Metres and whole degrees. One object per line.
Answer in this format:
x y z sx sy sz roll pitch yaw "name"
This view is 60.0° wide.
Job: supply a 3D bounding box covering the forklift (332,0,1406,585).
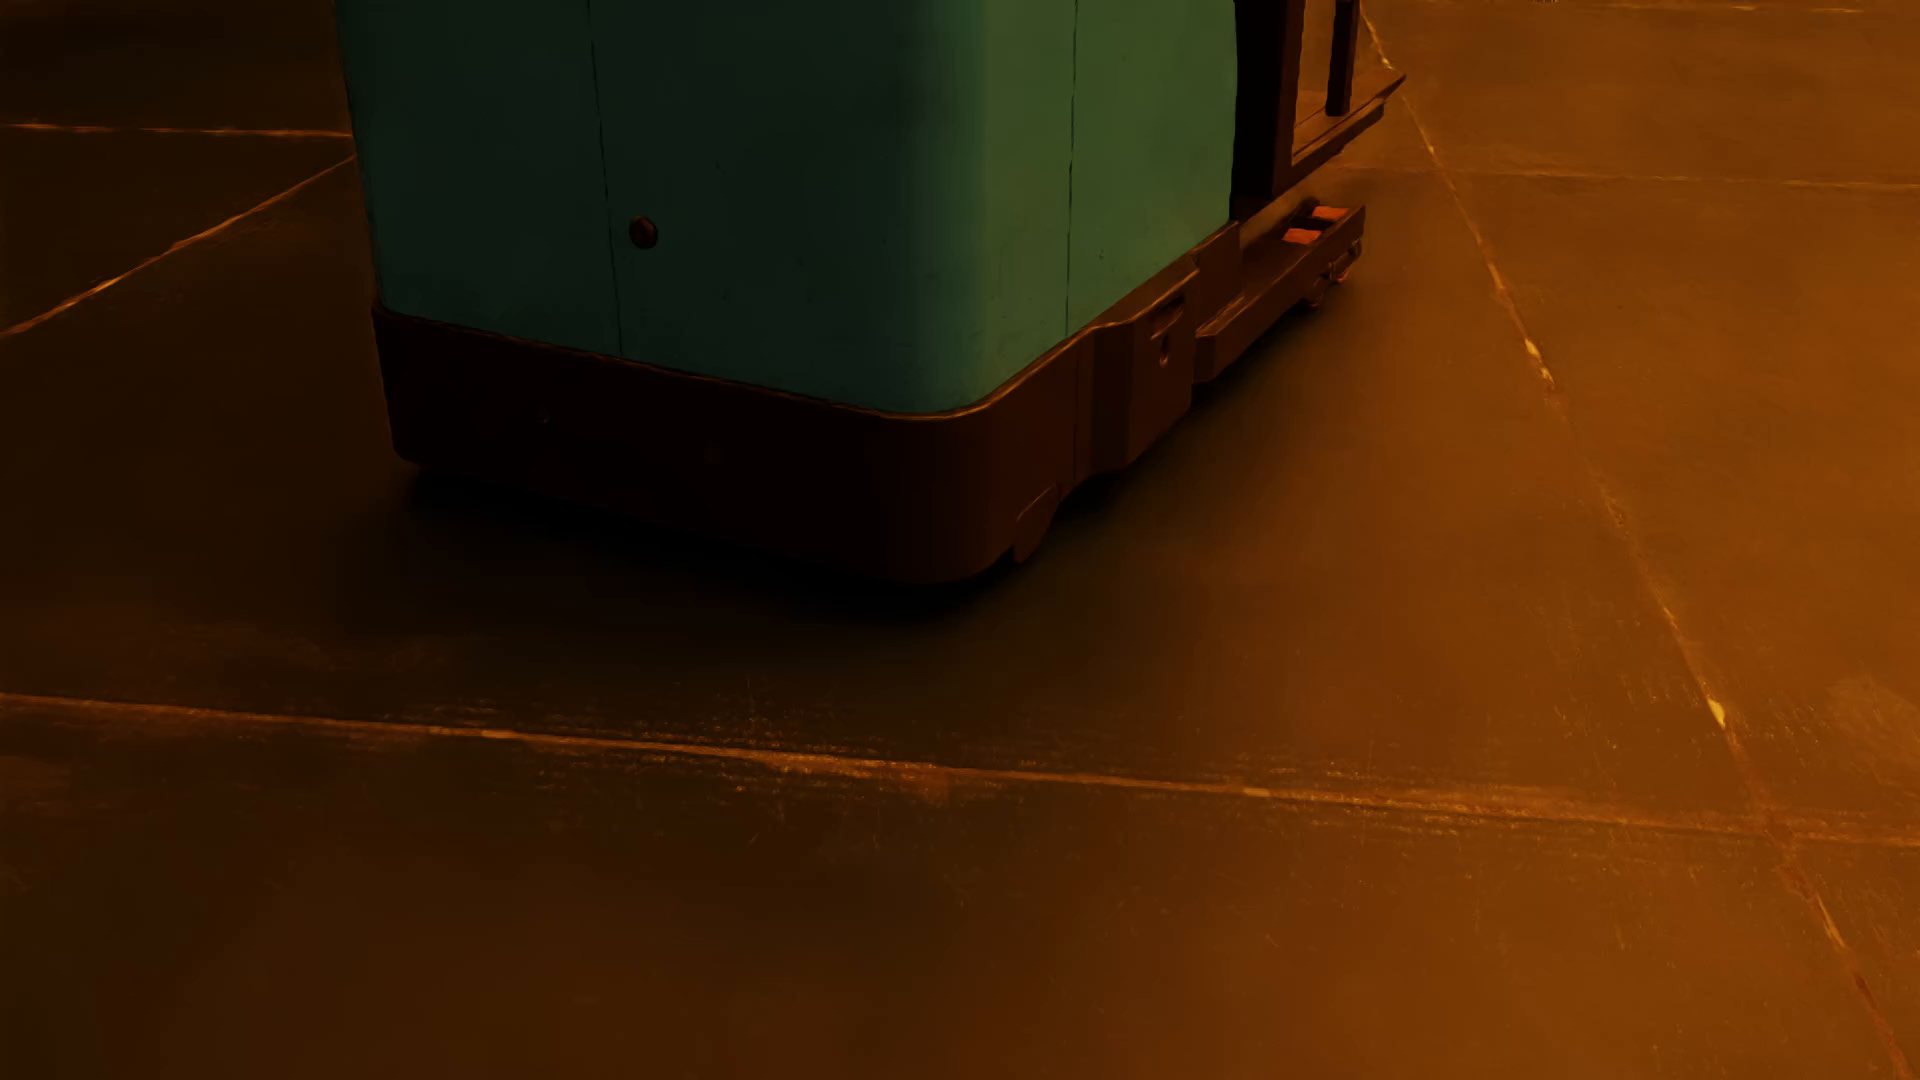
0.229 -1.877 2.980 1.130 2.935 3.031 13 29 24 "forklift"
